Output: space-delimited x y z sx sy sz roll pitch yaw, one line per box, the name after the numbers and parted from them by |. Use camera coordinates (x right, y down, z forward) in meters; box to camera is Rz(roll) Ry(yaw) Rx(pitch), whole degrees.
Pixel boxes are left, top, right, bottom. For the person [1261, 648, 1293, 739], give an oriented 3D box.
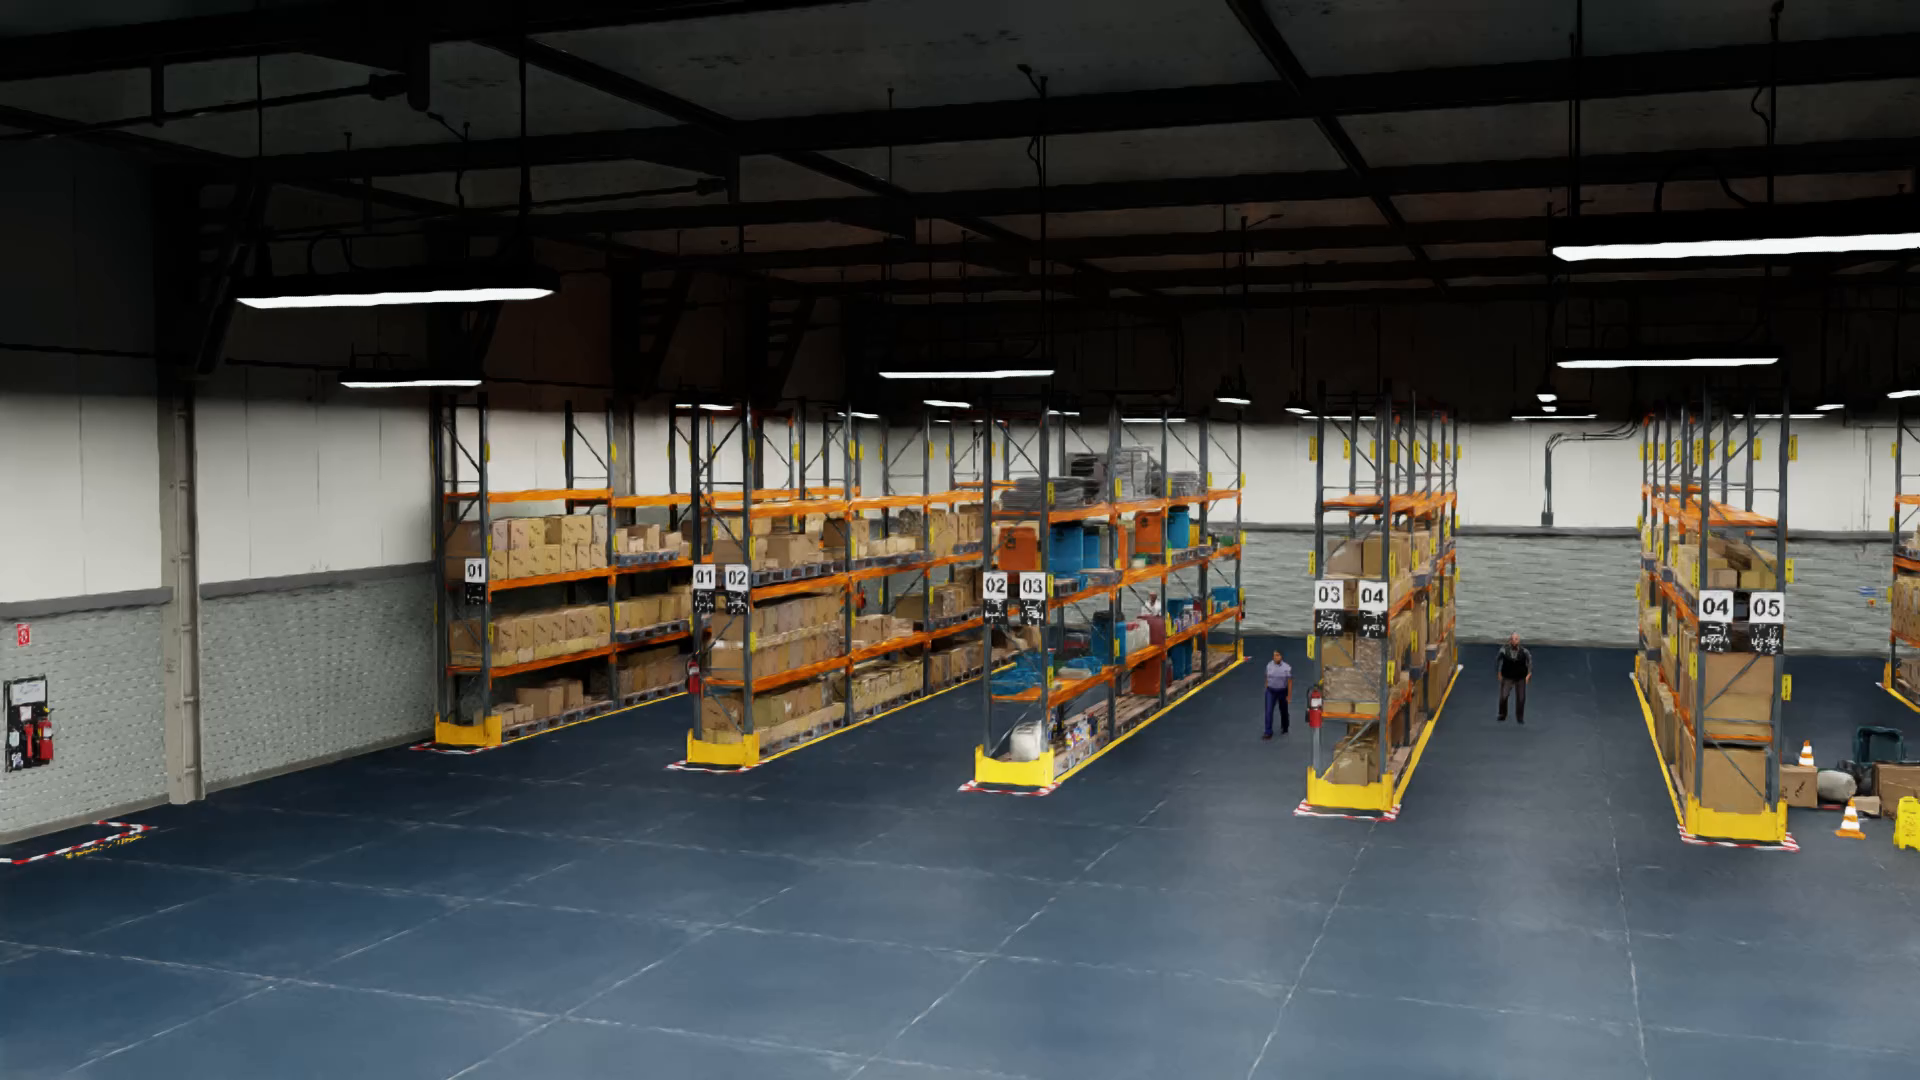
5.552 2.661 28.985 0.475 1.567 1.093 1 3 17 | person

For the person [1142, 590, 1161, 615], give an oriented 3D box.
4.595 2.030 39.545 0.591 1.698 1.194 1 3 22 | person

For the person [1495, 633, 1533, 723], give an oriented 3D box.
10.206 2.541 30.658 0.677 1.674 0.534 1 3 18 | person

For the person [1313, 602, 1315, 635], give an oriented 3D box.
8.826 2.037 40.582 0.639 1.588 0.529 -2 4 -34 | person
